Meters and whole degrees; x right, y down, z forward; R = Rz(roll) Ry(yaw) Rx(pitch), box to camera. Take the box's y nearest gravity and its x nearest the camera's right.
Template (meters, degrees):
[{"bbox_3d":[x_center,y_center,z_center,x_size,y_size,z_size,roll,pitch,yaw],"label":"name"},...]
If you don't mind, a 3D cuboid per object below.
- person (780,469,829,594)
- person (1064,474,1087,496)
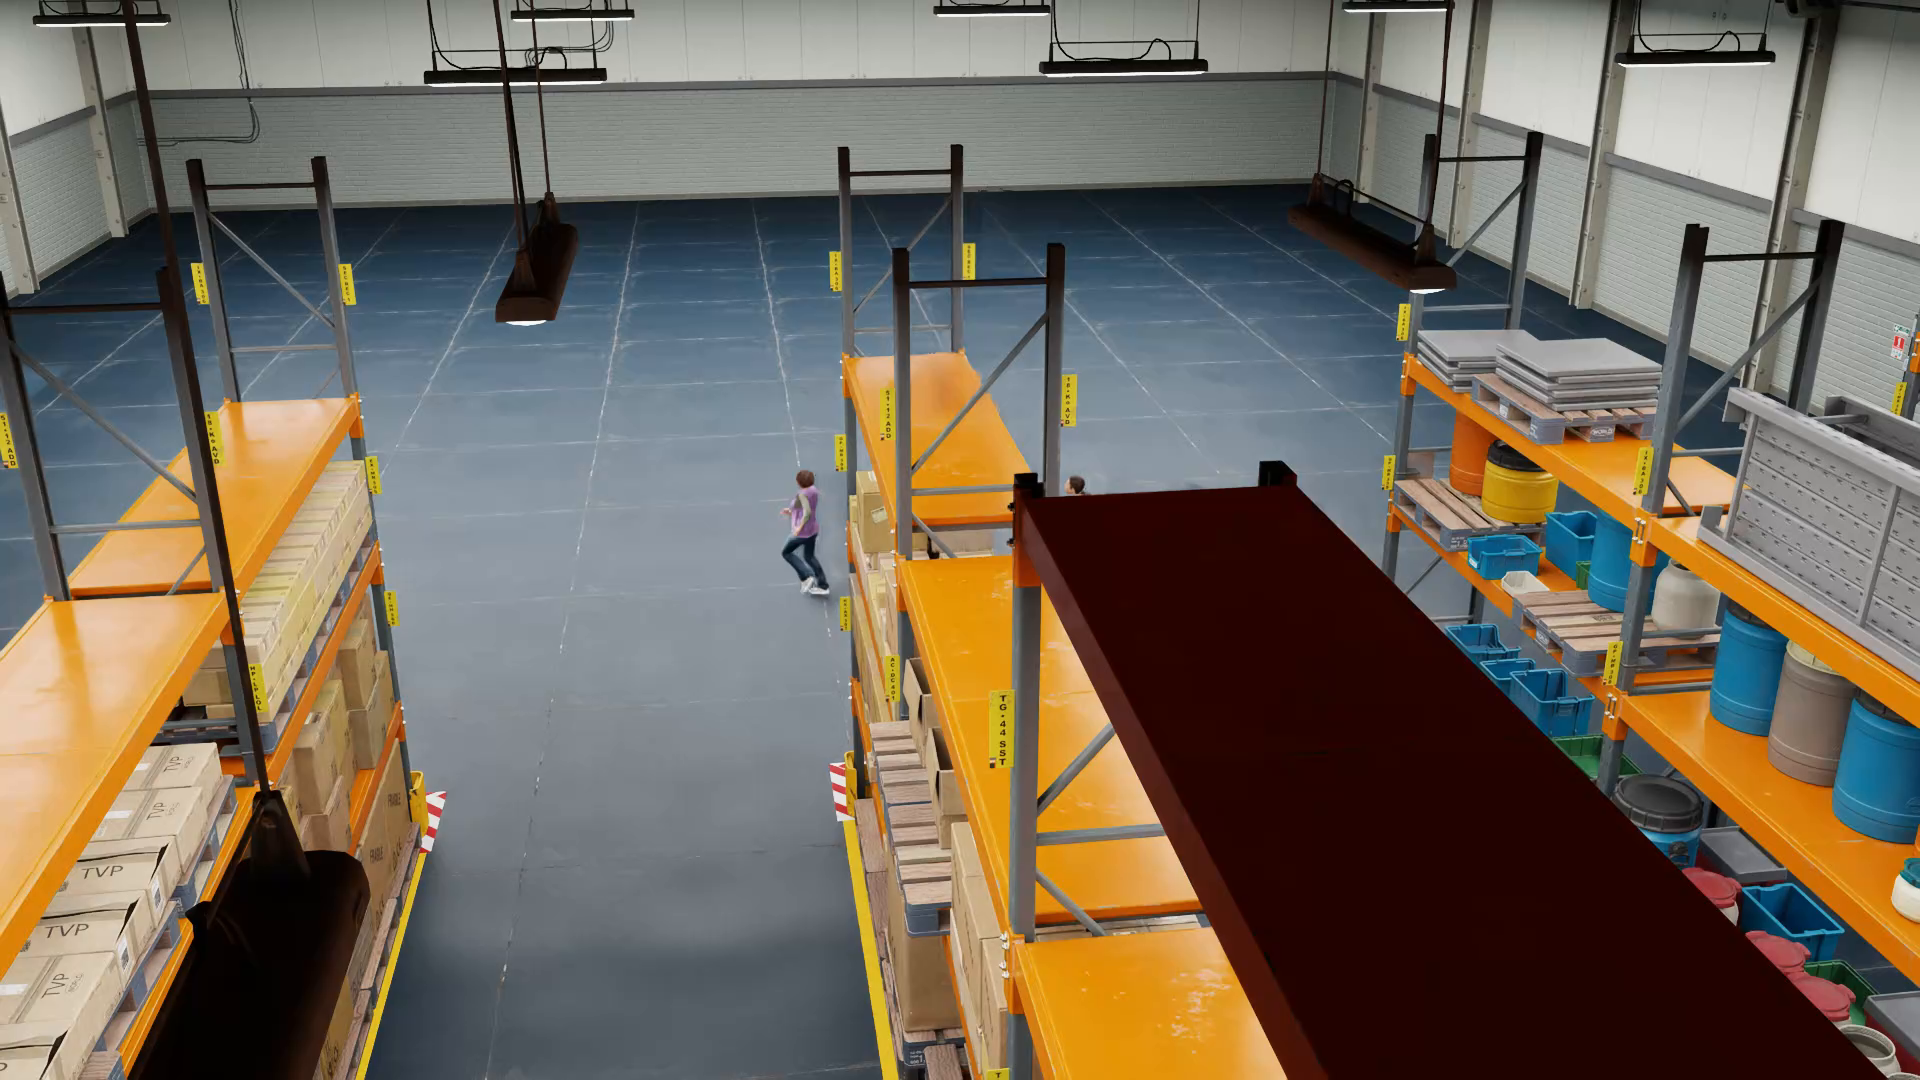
[{"bbox_3d":[-1.869,-0.089,19.709,0.638,1.569,0.518,11,24,26],"label":"person"},{"bbox_3d":[1.312,0.017,19.357,0.875,1.642,0.590,7,23,18],"label":"person"}]
